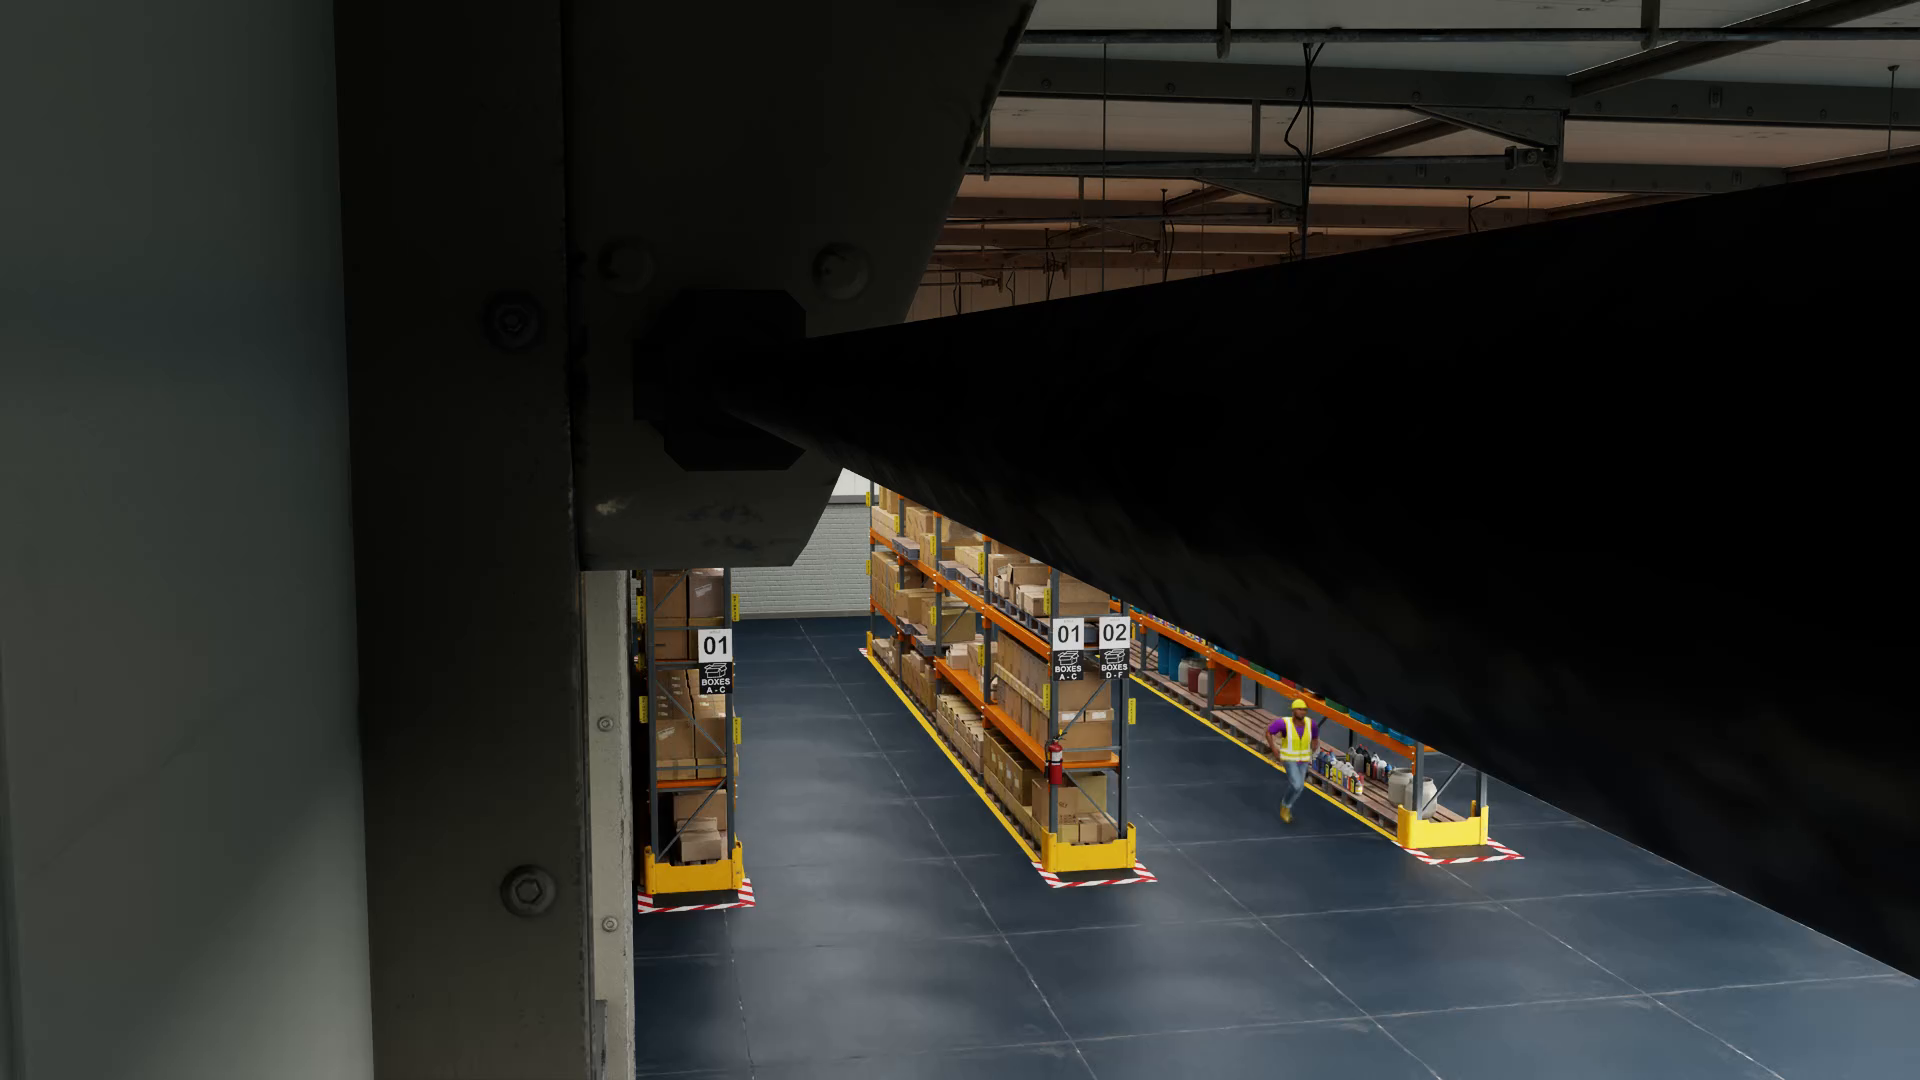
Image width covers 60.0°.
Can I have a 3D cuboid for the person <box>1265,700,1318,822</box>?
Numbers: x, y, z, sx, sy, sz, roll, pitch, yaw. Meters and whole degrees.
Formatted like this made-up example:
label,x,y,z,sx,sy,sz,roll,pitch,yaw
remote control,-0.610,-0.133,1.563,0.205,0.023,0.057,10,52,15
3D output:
label,x,y,z,sx,sy,sz,roll,pitch,yaw
person,4.650,3.053,23.036,0.688,1.724,0.699,-2,6,-18
